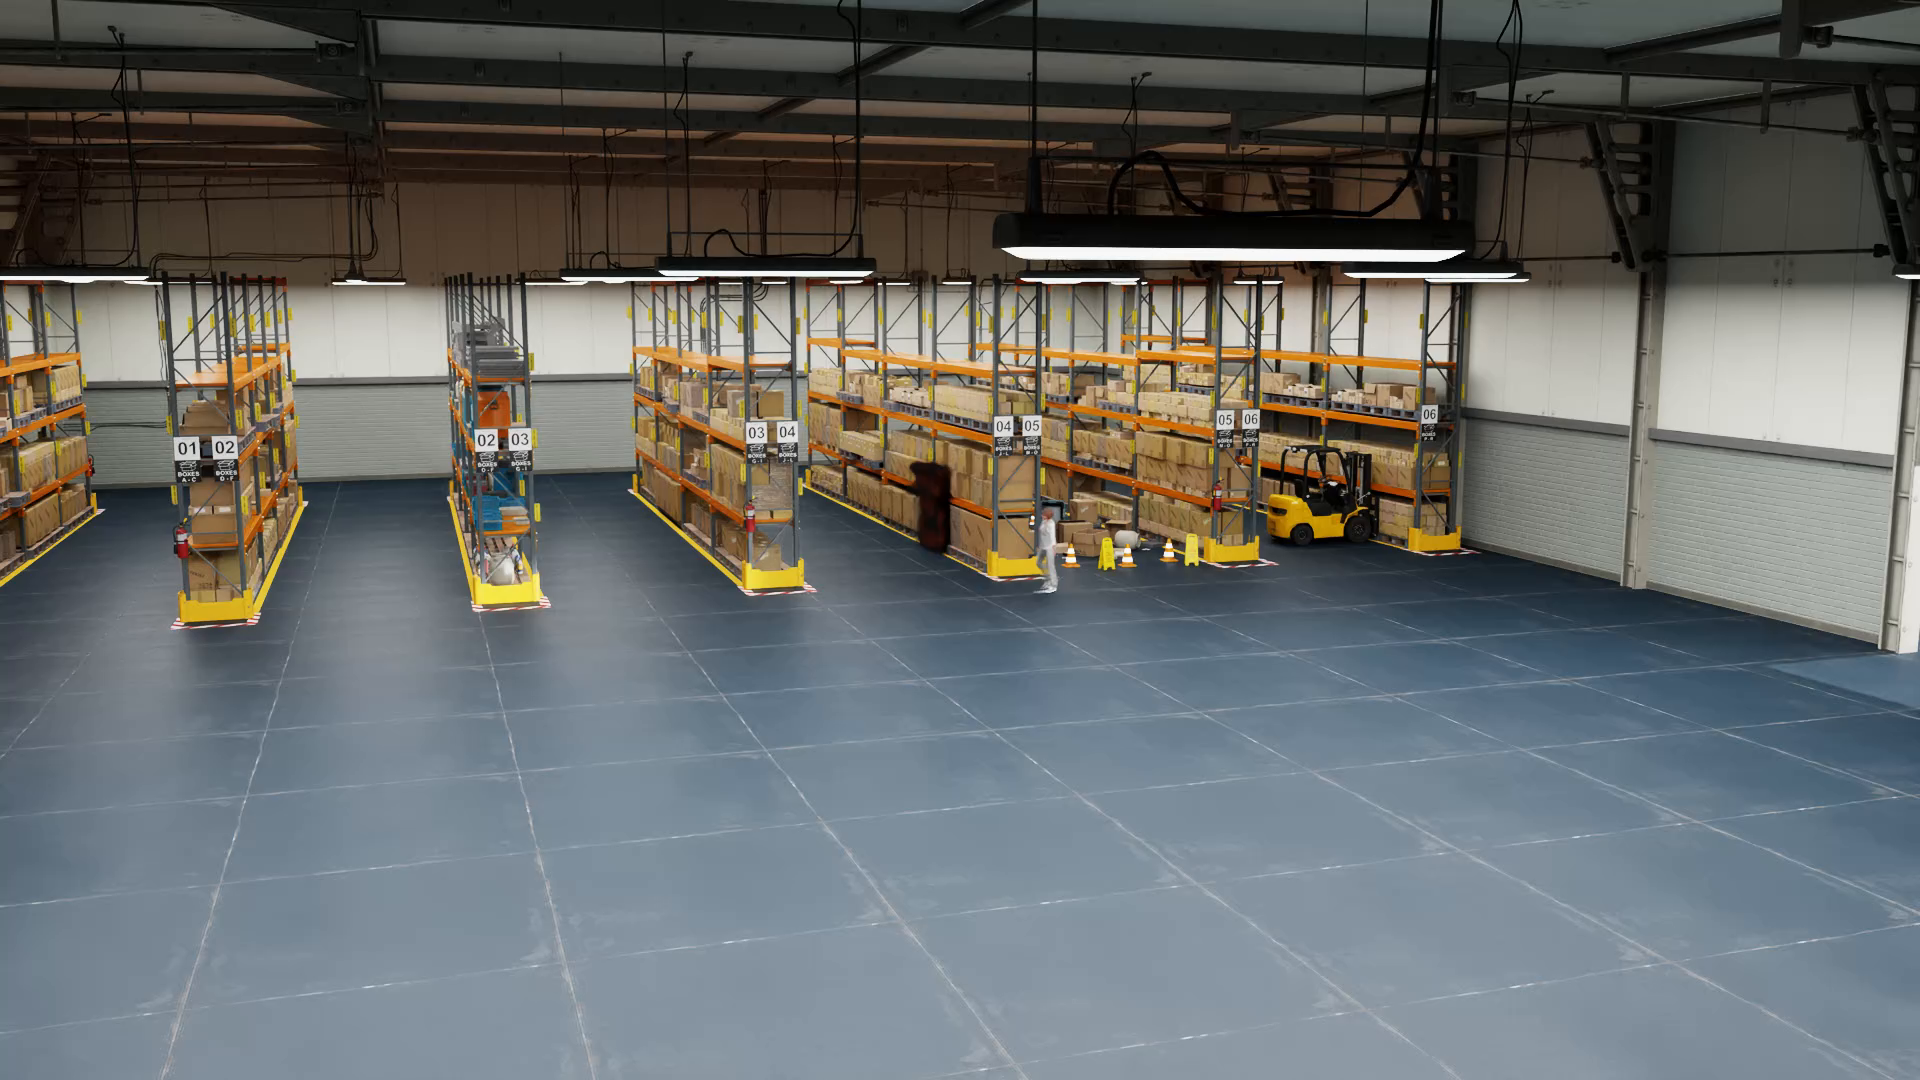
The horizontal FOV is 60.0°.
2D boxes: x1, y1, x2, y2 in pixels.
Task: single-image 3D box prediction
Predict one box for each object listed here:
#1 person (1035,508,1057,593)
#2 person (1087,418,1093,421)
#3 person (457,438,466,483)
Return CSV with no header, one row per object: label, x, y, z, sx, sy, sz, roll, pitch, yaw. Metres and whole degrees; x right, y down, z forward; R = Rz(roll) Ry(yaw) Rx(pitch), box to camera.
person,1.657,0.174,31.554,0.354,1.603,0.485,-4,9,-24
person,4.148,-3.022,52.402,0.491,1.667,0.449,-3,9,-19
person,-13.939,-2.178,46.576,0.581,1.741,0.577,-2,9,-14
